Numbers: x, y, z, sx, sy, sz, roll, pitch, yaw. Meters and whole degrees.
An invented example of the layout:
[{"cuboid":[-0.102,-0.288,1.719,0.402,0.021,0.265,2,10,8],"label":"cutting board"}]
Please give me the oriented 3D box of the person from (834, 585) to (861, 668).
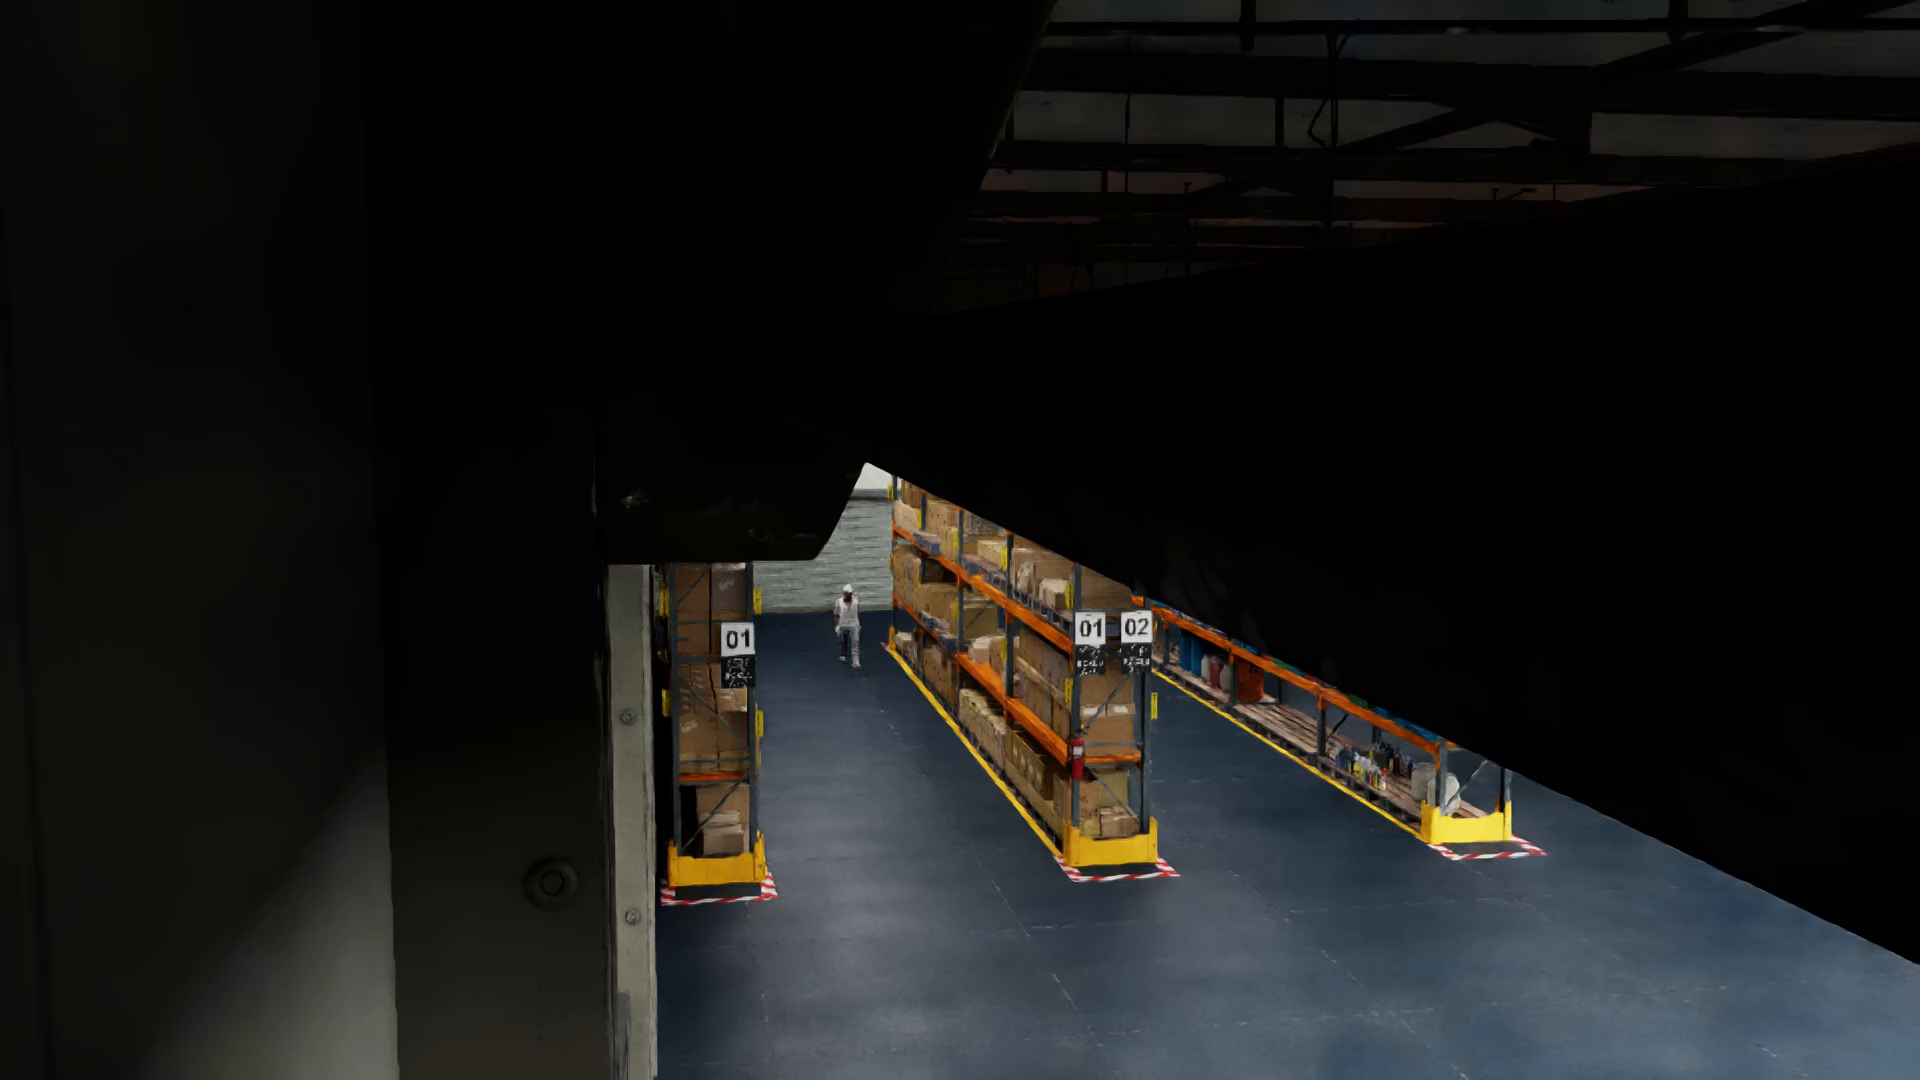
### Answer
[{"cuboid":[-2.316,1.760,34.340,0.566,1.706,1.122,-1,6,-8],"label":"person"}]
